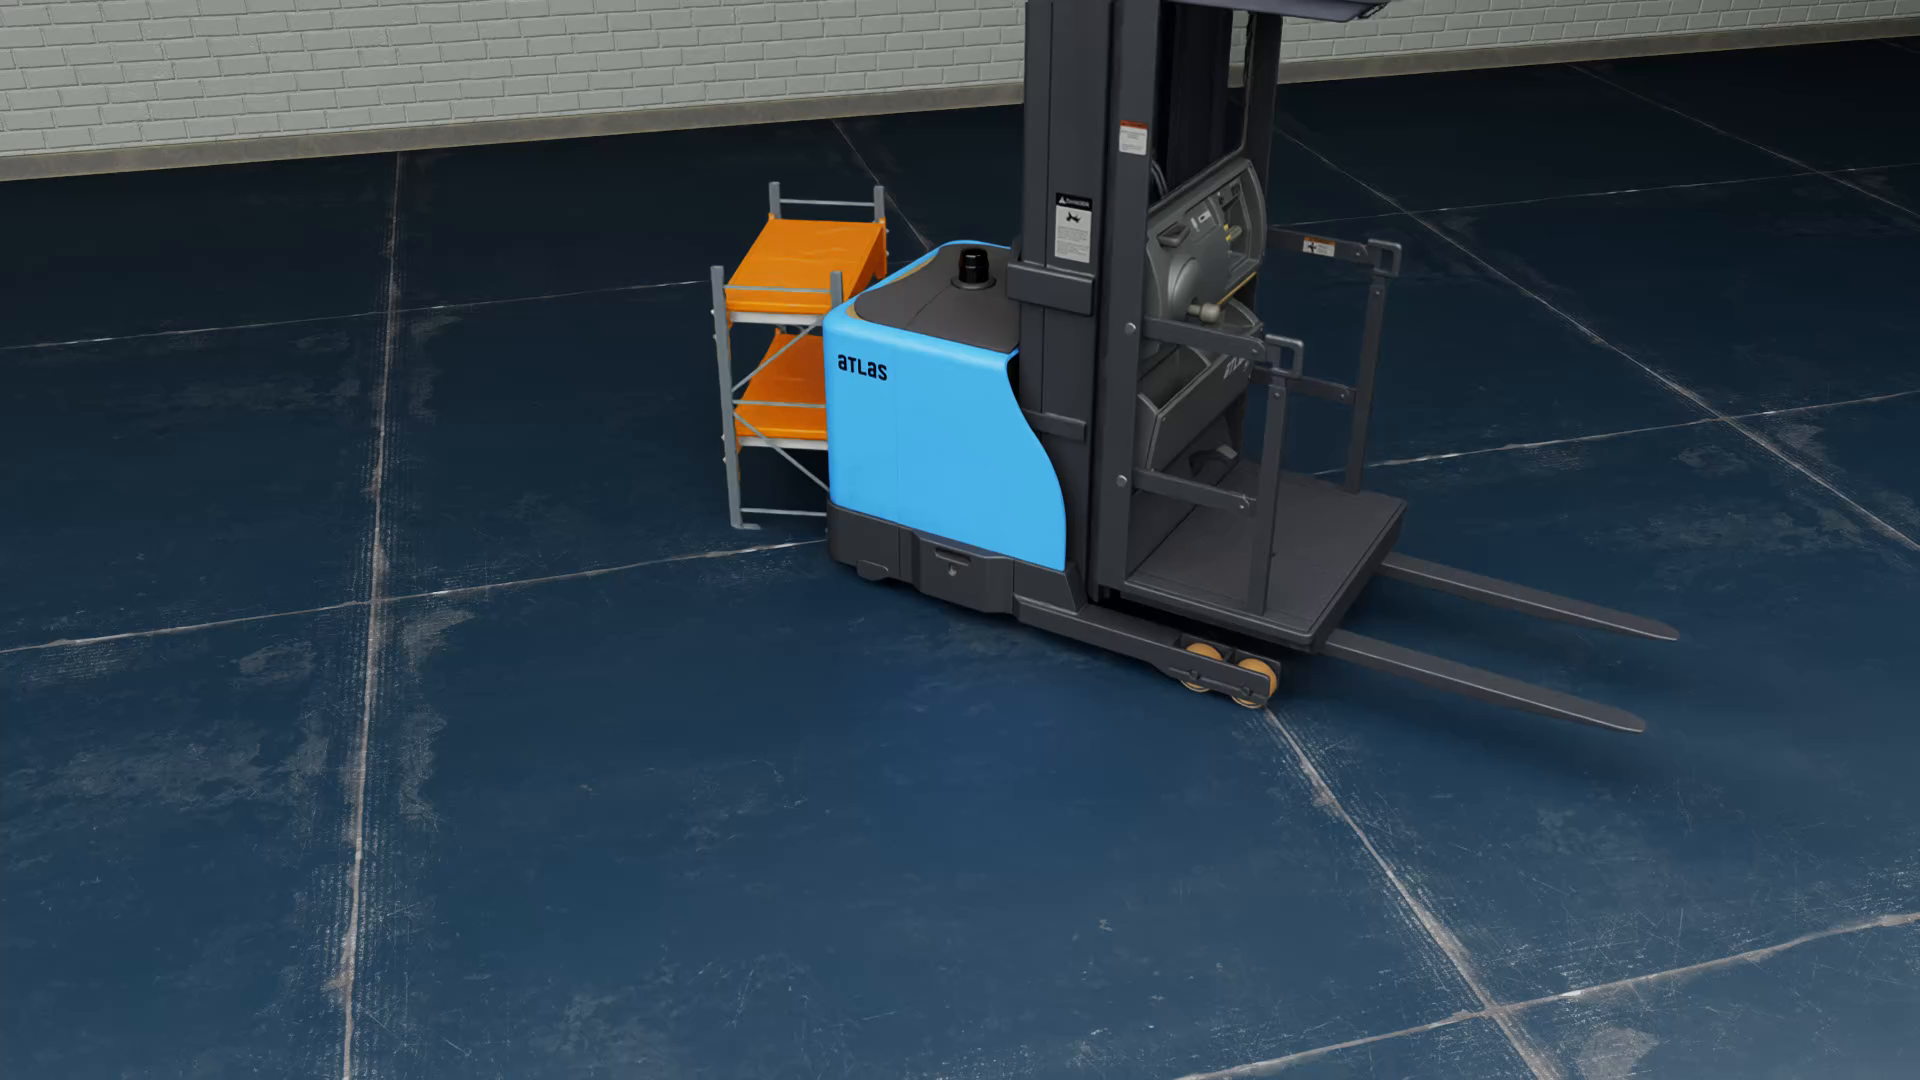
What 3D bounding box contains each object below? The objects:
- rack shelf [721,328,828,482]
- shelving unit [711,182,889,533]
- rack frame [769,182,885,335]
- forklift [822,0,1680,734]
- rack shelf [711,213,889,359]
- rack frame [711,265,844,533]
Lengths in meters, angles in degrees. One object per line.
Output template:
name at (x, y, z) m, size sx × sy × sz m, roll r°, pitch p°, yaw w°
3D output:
rack shelf at (-0.632, -0.573, 7.105) m, size 0.538 × 0.278 × 1.000 m, roll 3°, pitch 30°, yaw 6°
shelving unit at (-0.632, -0.785, 6.983) m, size 0.538 × 1.125 × 1.048 m, roll 3°, pitch 30°, yaw 6°
rack frame at (-0.573, -1.038, 7.420) m, size 0.500 × 1.125 × 0.032 m, roll 3°, pitch 30°, yaw 6°
forklift at (1.016, -0.993, 5.539) m, size 3.031 × 2.935 × 1.130 m, roll 16°, pitch 34°, yaw 26°
rack shelf at (-0.632, -1.038, 6.836) m, size 0.538 × 0.278 × 1.000 m, roll 3°, pitch 30°, yaw 6°
rack frame at (-0.692, -0.532, 6.546) m, size 0.500 × 1.125 × 0.032 m, roll 3°, pitch 30°, yaw 6°
